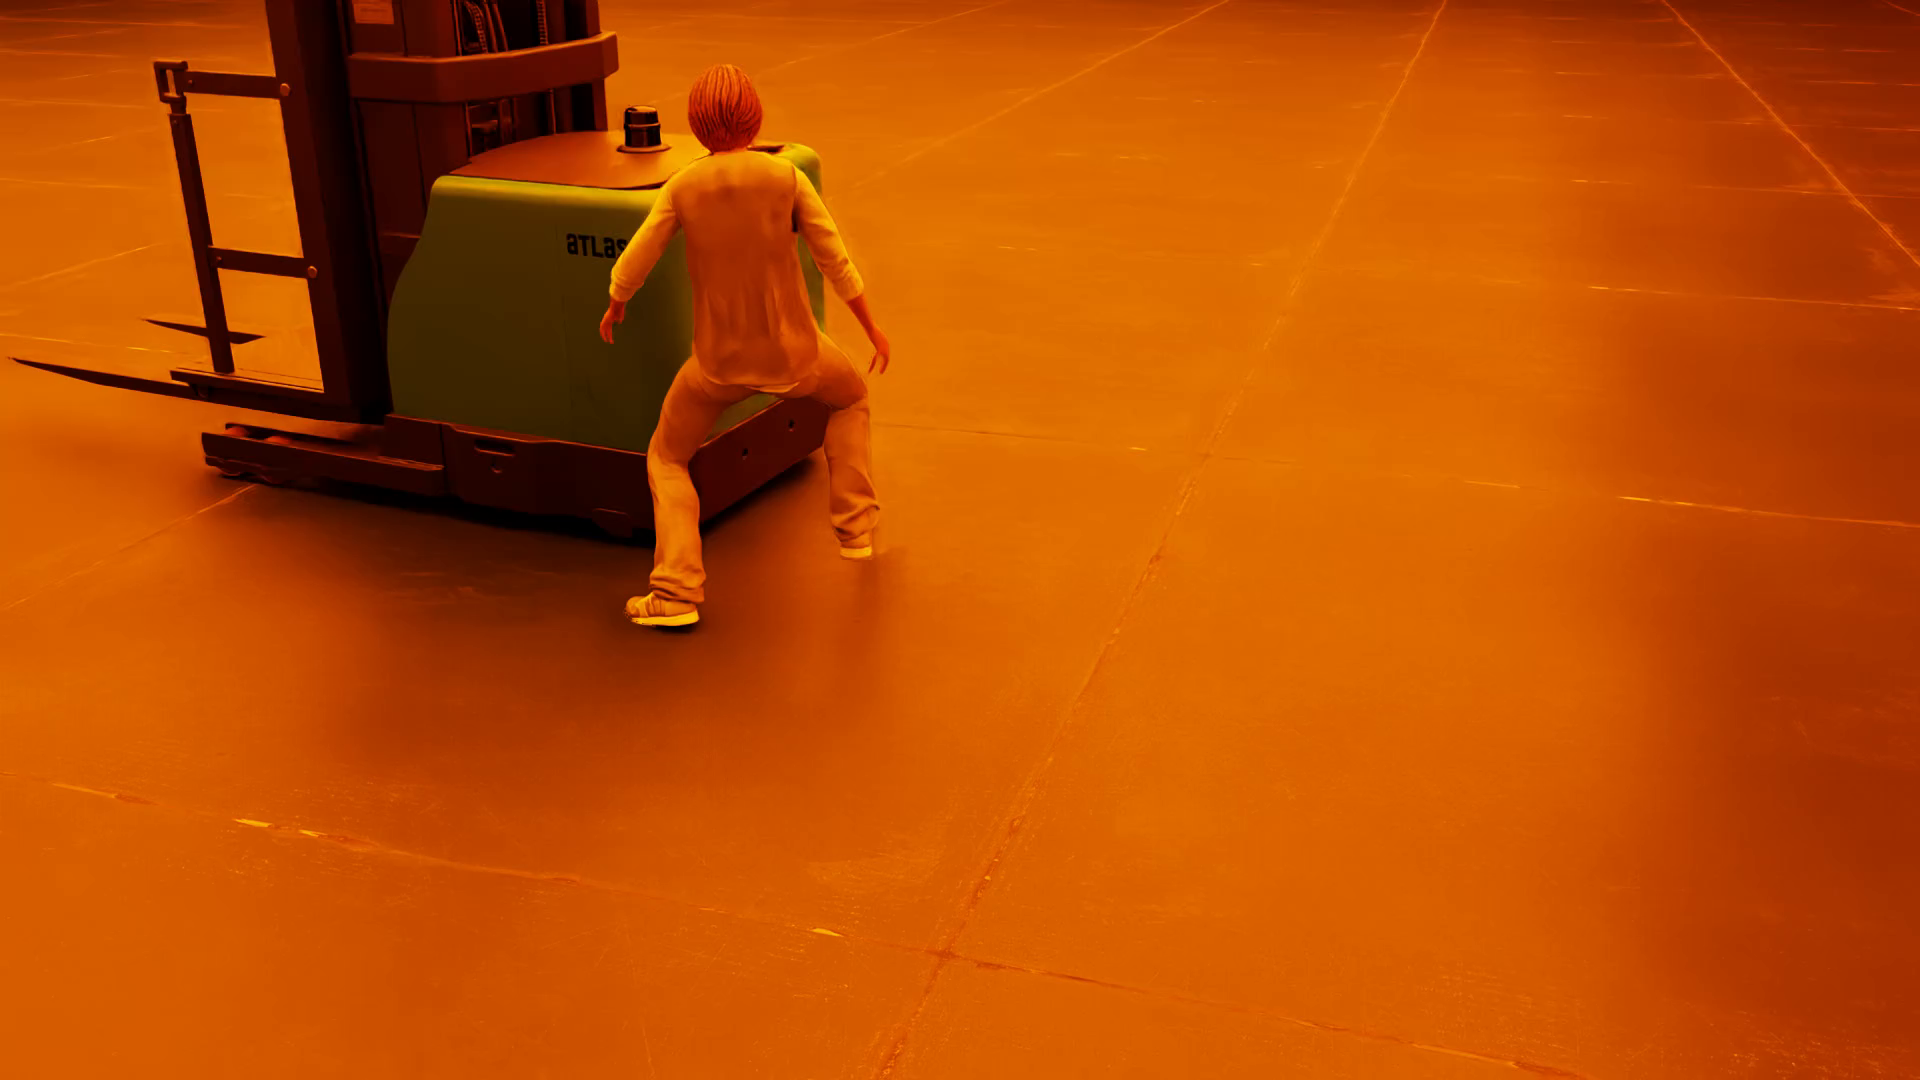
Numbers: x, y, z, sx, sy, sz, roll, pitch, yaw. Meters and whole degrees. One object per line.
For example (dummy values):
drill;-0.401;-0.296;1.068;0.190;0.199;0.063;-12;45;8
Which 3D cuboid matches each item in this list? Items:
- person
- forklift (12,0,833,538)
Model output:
person;-0.597;-0.530;4.517;0.814;1.483;0.614;-1;22;-1
forklift;-2.006;-1.714;5.432;3.031;2.935;1.130;9;24;22
